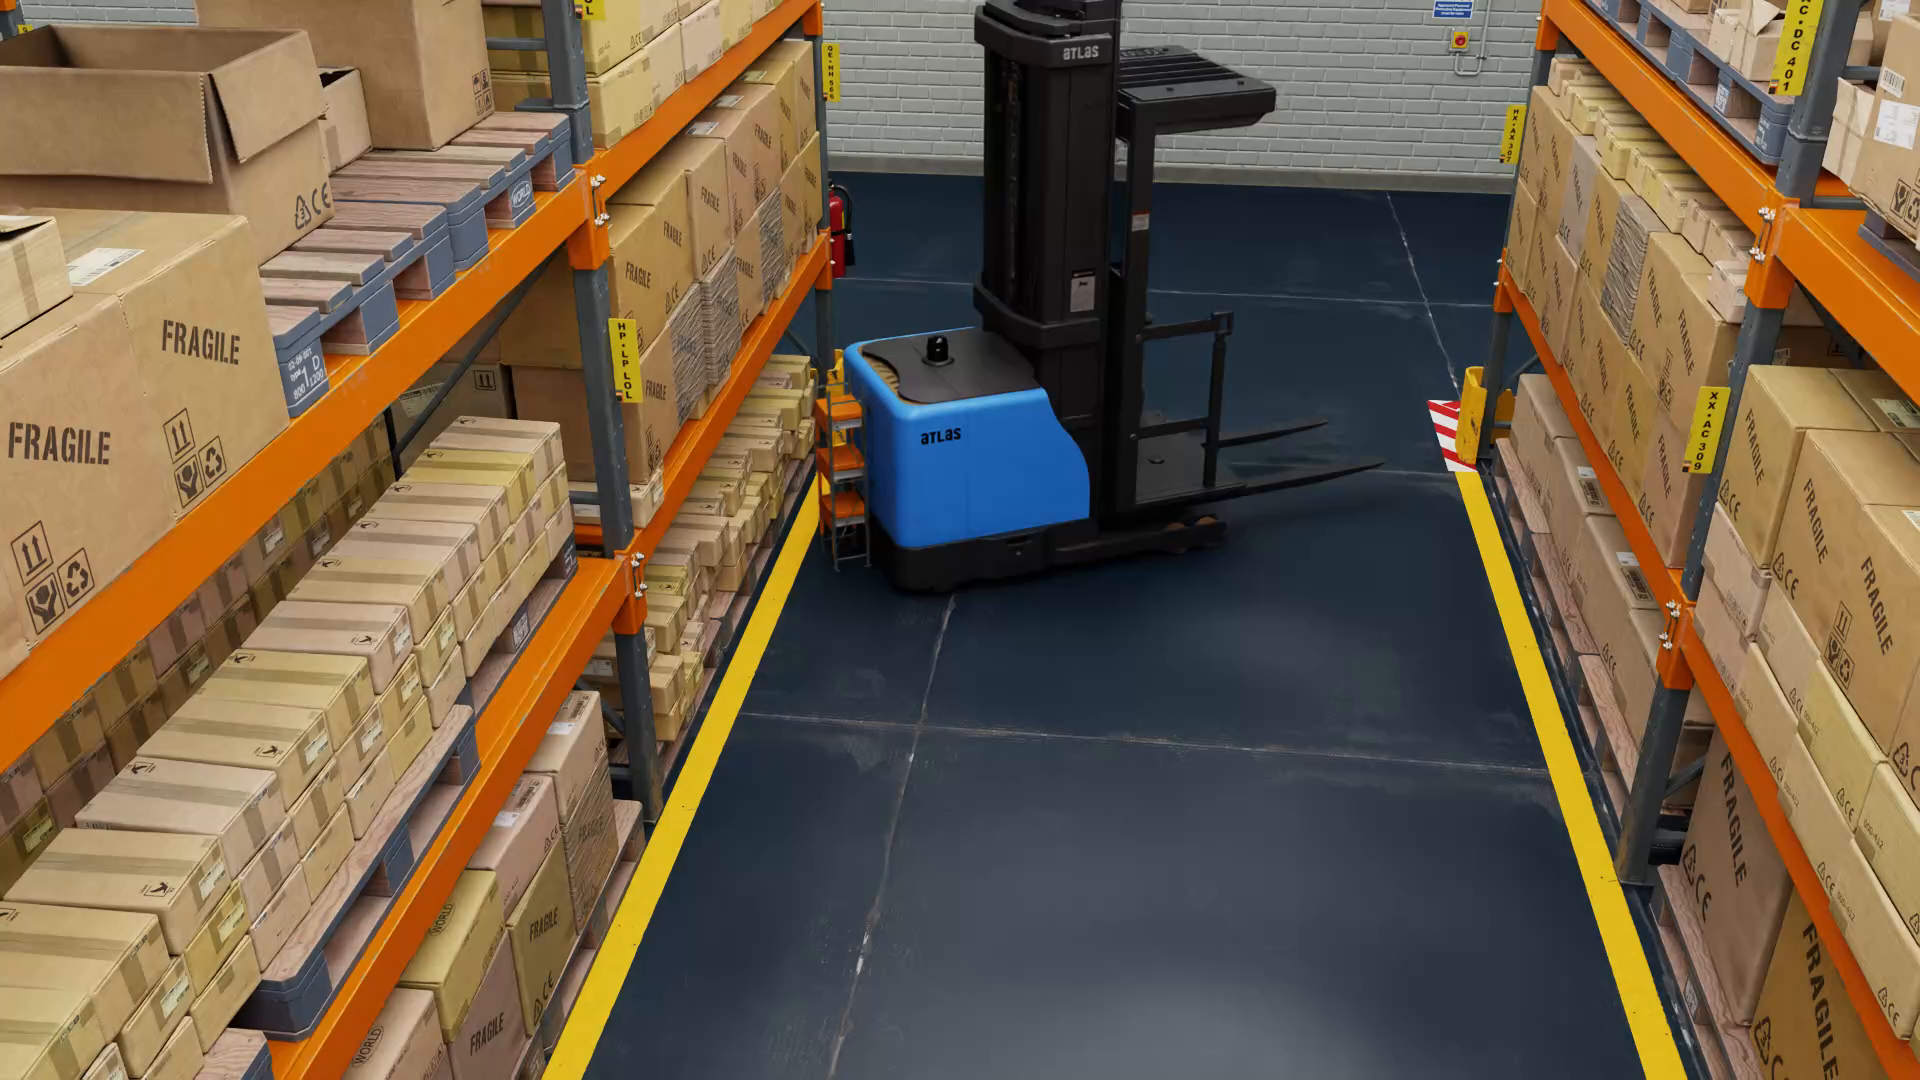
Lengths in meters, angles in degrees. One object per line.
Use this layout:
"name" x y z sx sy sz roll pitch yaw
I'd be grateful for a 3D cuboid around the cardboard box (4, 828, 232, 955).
"cardboard box" -1.916 0.800 3.798 0.380 0.149 0.250 2 28 4

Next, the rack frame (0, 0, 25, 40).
"rack frame" -6.193 -2.393 10.529 1.000 3.000 0.127 3 28 6

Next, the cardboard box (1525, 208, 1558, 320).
"cardboard box" 3.264 -1.412 8.603 0.500 0.500 0.500 3 28 5

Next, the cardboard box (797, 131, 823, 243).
"cardboard box" -1.082 -2.006 9.391 0.500 0.500 0.500 4 29 7

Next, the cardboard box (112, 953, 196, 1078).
"cardboard box" -1.944 1.034 3.677 0.380 0.149 0.250 2 28 5

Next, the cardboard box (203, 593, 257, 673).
"cardboard box" -2.401 0.272 5.090 0.380 0.149 0.250 4 29 8

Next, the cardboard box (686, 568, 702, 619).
"cardboard box" -1.439 0.245 7.882 0.380 0.149 0.250 2 28 4

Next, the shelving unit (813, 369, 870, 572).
"shelving unit" -0.624 -0.360 8.811 0.215 1.050 0.252 -10 30 -18

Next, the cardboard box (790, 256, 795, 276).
"cardboard box" -1.125 -1.543 9.216 0.380 0.149 0.250 3 28 6

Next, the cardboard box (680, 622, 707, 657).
"cardboard box" -1.398 0.498 7.726 0.380 0.149 0.250 3 28 6

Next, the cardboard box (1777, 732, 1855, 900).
"cardboard box" 2.696 0.808 4.747 0.500 0.250 0.500 3 28 6

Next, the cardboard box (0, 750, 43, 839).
"cardboard box" -2.528 0.635 4.104 0.380 0.149 0.250 3 28 6

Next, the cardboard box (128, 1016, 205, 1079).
"cardboard box" -1.942 1.182 3.715 0.380 0.149 0.250 5 29 9

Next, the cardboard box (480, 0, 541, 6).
"cardboard box" -1.497 -1.947 5.750 0.380 0.149 0.250 3 28 5

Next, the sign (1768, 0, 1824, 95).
"sign" 2.601 -1.549 5.171 0.100 0.325 0.005 3 28 6

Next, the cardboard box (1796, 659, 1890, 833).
"cardboard box" 2.694 0.585 4.632 0.500 0.250 0.500 4 29 7

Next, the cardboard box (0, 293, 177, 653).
"cardboard box" -1.875 -0.145 3.089 0.500 0.500 0.500 3 28 6

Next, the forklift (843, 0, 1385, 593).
"forklift" 0.928 -1.439 8.830 3.031 2.935 1.130 -10 30 -18

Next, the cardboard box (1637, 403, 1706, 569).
"cardboard box" 2.956 -0.211 6.374 0.500 0.500 0.500 4 29 7

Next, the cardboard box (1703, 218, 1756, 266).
"cardboard box" 3.055 -1.102 6.289 0.380 0.149 0.250 3 28 6

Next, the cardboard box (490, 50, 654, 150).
"cardboard box" -1.454 -1.631 6.111 0.500 0.250 0.500 5 29 9

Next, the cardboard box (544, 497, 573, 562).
"cardboard box" -1.625 -0.050 6.003 0.380 0.149 0.250 3 28 5

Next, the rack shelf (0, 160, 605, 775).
"rack shelf" -2.018 -0.237 4.123 1.077 0.370 4.000 3 28 6

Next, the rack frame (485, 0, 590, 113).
"rack frame" -1.773 -2.815 4.988 1.000 3.000 0.127 3 28 6

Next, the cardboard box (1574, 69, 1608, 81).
"cardboard box" 3.363 -2.308 8.529 0.380 0.149 0.250 4 29 7

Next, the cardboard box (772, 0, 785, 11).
"cardboard box" -1.131 -2.842 8.358 0.500 0.250 0.500 3 28 6

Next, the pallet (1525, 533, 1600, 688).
"pallet" 3.470 0.364 8.352 1.003 0.211 1.213 3 28 6

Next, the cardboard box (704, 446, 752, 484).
"cardboard box" -1.304 -0.375 8.720 0.380 0.149 0.250 2 28 4

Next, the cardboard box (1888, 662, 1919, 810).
"cardboard box" 2.657 0.493 4.013 0.500 0.500 0.500 3 28 5

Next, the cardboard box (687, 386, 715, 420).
"cardboard box" -1.340 -0.675 7.605 0.380 0.149 0.250 4 29 7

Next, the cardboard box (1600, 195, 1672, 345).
"cardboard box" 3.060 -1.135 7.035 0.500 0.500 0.500 4 29 7

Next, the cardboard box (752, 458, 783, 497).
"cardboard box" -1.177 -0.364 9.012 0.380 0.149 0.250 4 29 7

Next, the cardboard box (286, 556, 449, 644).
"cardboard box" -1.759 0.177 4.954 0.380 0.149 0.250 2 28 5

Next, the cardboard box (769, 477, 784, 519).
"cardboard box" -1.175 -0.240 9.096 0.380 0.149 0.250 2 28 4

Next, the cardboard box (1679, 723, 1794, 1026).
"cardboard box" 3.156 1.113 5.819 0.875 0.875 0.875 4 29 8

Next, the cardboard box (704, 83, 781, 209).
"cardboard box" -1.209 -1.959 8.250 0.500 0.500 0.500 5 29 9

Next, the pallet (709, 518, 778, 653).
"pallet" -1.578 0.159 8.732 1.003 0.211 1.213 3 28 6

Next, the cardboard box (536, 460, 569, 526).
"cardboard box" -1.625 -0.181 5.931 0.380 0.149 0.250 4 29 8

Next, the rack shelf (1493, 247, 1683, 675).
"rack shelf" 3.398 -0.559 7.883 1.077 0.370 4.000 3 28 6

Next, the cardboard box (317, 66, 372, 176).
"cardboard box" -2.089 -1.238 4.875 0.500 0.311 0.500 3 28 5

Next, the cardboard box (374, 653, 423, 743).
"cardboard box" -1.783 0.440 4.779 0.380 0.149 0.250 3 29 6

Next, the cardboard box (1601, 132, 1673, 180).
"cardboard box" 3.092 -1.708 7.415 0.380 0.149 0.250 3 28 5

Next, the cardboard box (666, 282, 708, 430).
"cardboard box" -1.408 -0.801 7.155 0.500 0.500 0.500 3 28 6

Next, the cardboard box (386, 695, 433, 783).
"cardboard box" -1.781 0.563 4.864 0.380 0.149 0.250 5 29 8

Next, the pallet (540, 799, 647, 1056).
"pallet" -1.867 1.420 6.392 1.003 0.211 1.213 3 28 6

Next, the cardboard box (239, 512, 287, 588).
"cardboard box" -2.373 0.018 5.249 0.380 0.149 0.250 3 28 6

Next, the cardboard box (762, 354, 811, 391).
"cardboard box" -1.096 -0.985 9.851 0.380 0.149 0.250 4 29 7

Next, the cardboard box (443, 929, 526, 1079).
"cardboard box" -1.744 1.587 5.334 0.500 0.500 0.500 3 28 5

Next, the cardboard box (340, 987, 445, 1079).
"cardboard box" -1.803 1.513 4.682 0.500 0.250 0.500 4 29 7

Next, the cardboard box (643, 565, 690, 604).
"cardboard box" -1.450 0.236 7.586 0.380 0.149 0.250 3 28 5

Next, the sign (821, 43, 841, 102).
"sign" -0.734 -2.664 9.479 0.100 0.325 0.005 3 28 6

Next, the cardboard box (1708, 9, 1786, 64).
"cardboard box" 2.946 -1.817 6.014 0.380 0.149 0.250 4 29 7

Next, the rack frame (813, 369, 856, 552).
"rack frame" -0.667 -0.414 8.912 0.200 1.050 0.008 -10 30 -18
